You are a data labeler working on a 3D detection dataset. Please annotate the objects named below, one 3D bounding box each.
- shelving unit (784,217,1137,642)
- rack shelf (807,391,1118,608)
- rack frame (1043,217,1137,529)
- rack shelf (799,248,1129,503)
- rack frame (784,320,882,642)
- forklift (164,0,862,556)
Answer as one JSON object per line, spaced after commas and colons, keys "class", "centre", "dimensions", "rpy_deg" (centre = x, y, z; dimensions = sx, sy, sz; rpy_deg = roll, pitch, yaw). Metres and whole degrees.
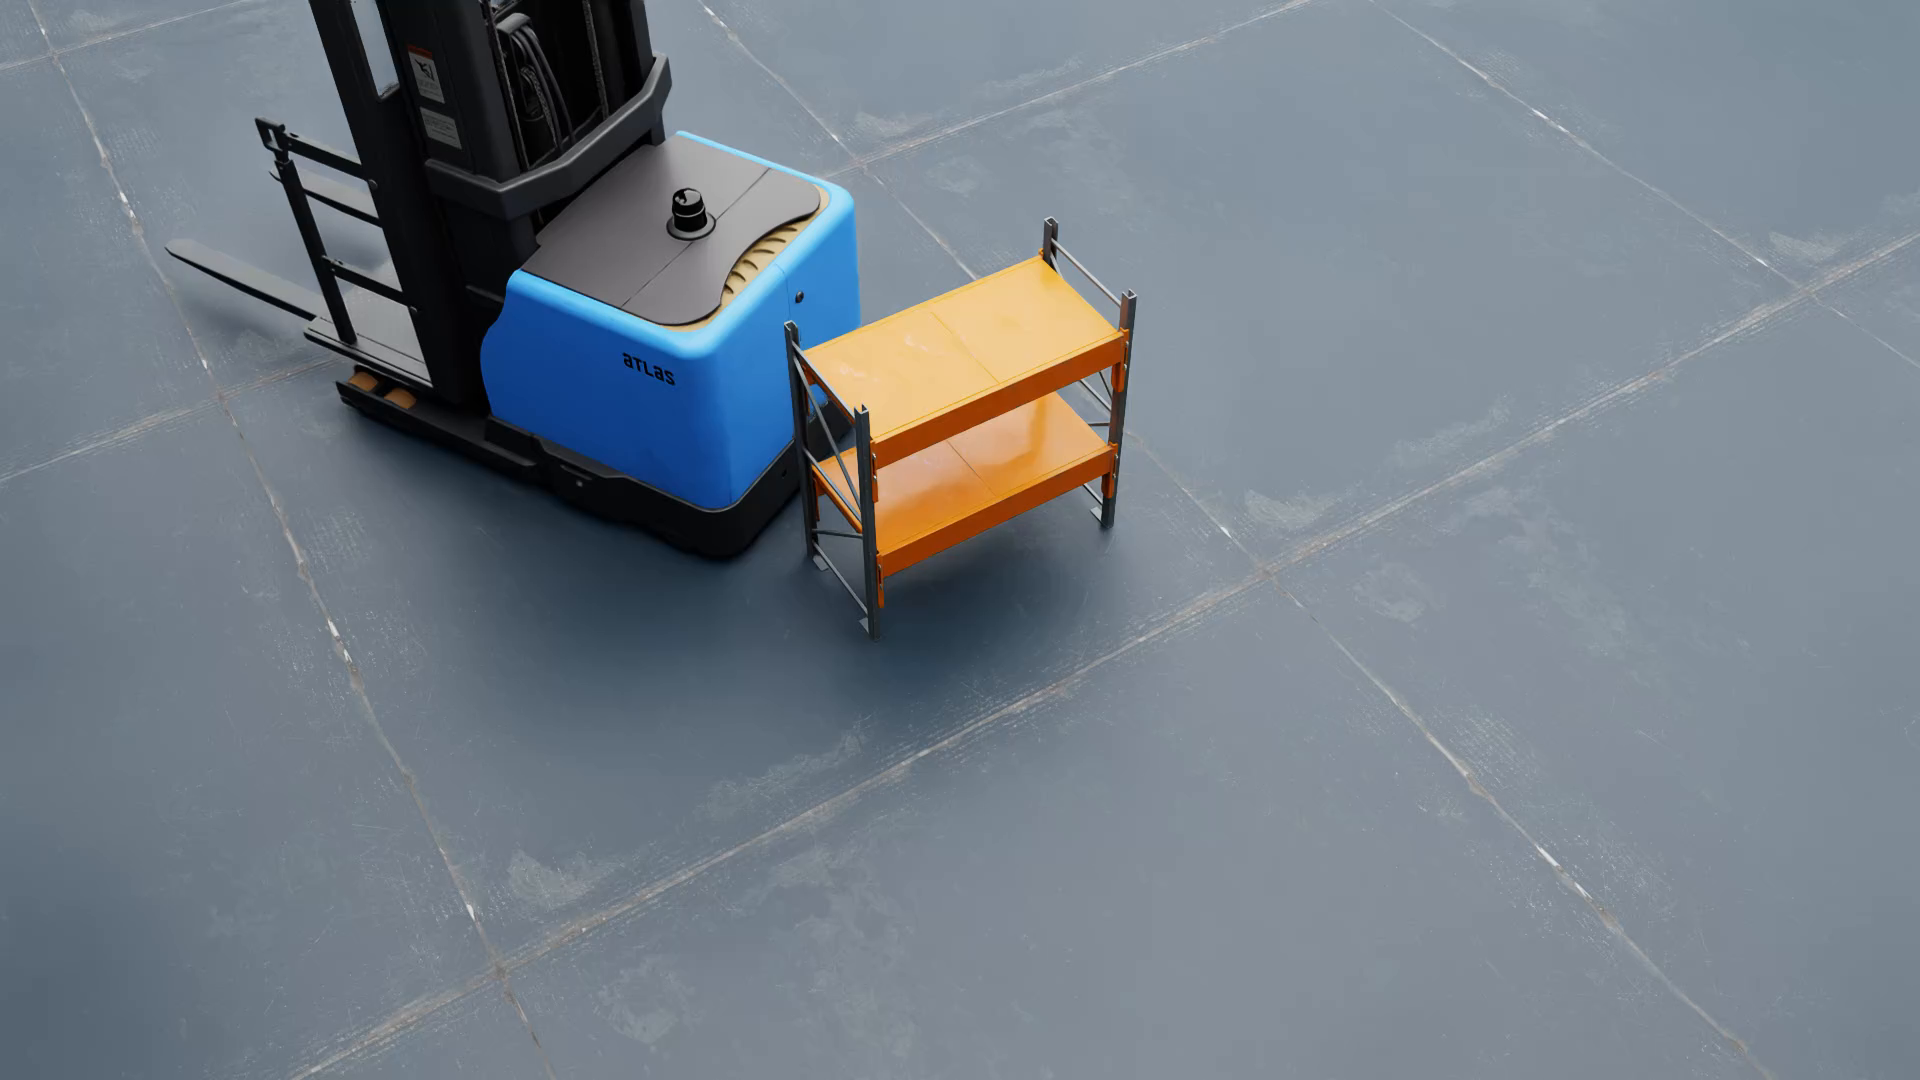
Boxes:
{"class": "shelving unit", "centre": [0.006, -0.377, 5.832], "dimensions": [1.048, 1.125, 0.538], "rpy_deg": [-25, 53, -21]}
{"class": "rack shelf", "centre": [0.006, -0.214, 6.015], "dimensions": [1.000, 0.278, 0.538], "rpy_deg": [-25, 53, -21]}
{"class": "rack frame", "centre": [0.436, -0.579, 6.013], "dimensions": [0.032, 1.125, 0.500], "rpy_deg": [-25, 53, -21]}
{"class": "rack shelf", "centre": [0.006, -0.571, 5.614], "dimensions": [1.000, 0.278, 0.538], "rpy_deg": [-25, 53, -21]}
{"class": "rack frame", "centre": [-0.424, -0.174, 5.652], "dimensions": [0.032, 1.125, 0.500], "rpy_deg": [-25, 53, -21]}
{"class": "forklift", "centre": [-1.900, -1.735, 5.833], "dimensions": [3.031, 2.935, 1.130], "rpy_deg": [23, 52, 19]}
